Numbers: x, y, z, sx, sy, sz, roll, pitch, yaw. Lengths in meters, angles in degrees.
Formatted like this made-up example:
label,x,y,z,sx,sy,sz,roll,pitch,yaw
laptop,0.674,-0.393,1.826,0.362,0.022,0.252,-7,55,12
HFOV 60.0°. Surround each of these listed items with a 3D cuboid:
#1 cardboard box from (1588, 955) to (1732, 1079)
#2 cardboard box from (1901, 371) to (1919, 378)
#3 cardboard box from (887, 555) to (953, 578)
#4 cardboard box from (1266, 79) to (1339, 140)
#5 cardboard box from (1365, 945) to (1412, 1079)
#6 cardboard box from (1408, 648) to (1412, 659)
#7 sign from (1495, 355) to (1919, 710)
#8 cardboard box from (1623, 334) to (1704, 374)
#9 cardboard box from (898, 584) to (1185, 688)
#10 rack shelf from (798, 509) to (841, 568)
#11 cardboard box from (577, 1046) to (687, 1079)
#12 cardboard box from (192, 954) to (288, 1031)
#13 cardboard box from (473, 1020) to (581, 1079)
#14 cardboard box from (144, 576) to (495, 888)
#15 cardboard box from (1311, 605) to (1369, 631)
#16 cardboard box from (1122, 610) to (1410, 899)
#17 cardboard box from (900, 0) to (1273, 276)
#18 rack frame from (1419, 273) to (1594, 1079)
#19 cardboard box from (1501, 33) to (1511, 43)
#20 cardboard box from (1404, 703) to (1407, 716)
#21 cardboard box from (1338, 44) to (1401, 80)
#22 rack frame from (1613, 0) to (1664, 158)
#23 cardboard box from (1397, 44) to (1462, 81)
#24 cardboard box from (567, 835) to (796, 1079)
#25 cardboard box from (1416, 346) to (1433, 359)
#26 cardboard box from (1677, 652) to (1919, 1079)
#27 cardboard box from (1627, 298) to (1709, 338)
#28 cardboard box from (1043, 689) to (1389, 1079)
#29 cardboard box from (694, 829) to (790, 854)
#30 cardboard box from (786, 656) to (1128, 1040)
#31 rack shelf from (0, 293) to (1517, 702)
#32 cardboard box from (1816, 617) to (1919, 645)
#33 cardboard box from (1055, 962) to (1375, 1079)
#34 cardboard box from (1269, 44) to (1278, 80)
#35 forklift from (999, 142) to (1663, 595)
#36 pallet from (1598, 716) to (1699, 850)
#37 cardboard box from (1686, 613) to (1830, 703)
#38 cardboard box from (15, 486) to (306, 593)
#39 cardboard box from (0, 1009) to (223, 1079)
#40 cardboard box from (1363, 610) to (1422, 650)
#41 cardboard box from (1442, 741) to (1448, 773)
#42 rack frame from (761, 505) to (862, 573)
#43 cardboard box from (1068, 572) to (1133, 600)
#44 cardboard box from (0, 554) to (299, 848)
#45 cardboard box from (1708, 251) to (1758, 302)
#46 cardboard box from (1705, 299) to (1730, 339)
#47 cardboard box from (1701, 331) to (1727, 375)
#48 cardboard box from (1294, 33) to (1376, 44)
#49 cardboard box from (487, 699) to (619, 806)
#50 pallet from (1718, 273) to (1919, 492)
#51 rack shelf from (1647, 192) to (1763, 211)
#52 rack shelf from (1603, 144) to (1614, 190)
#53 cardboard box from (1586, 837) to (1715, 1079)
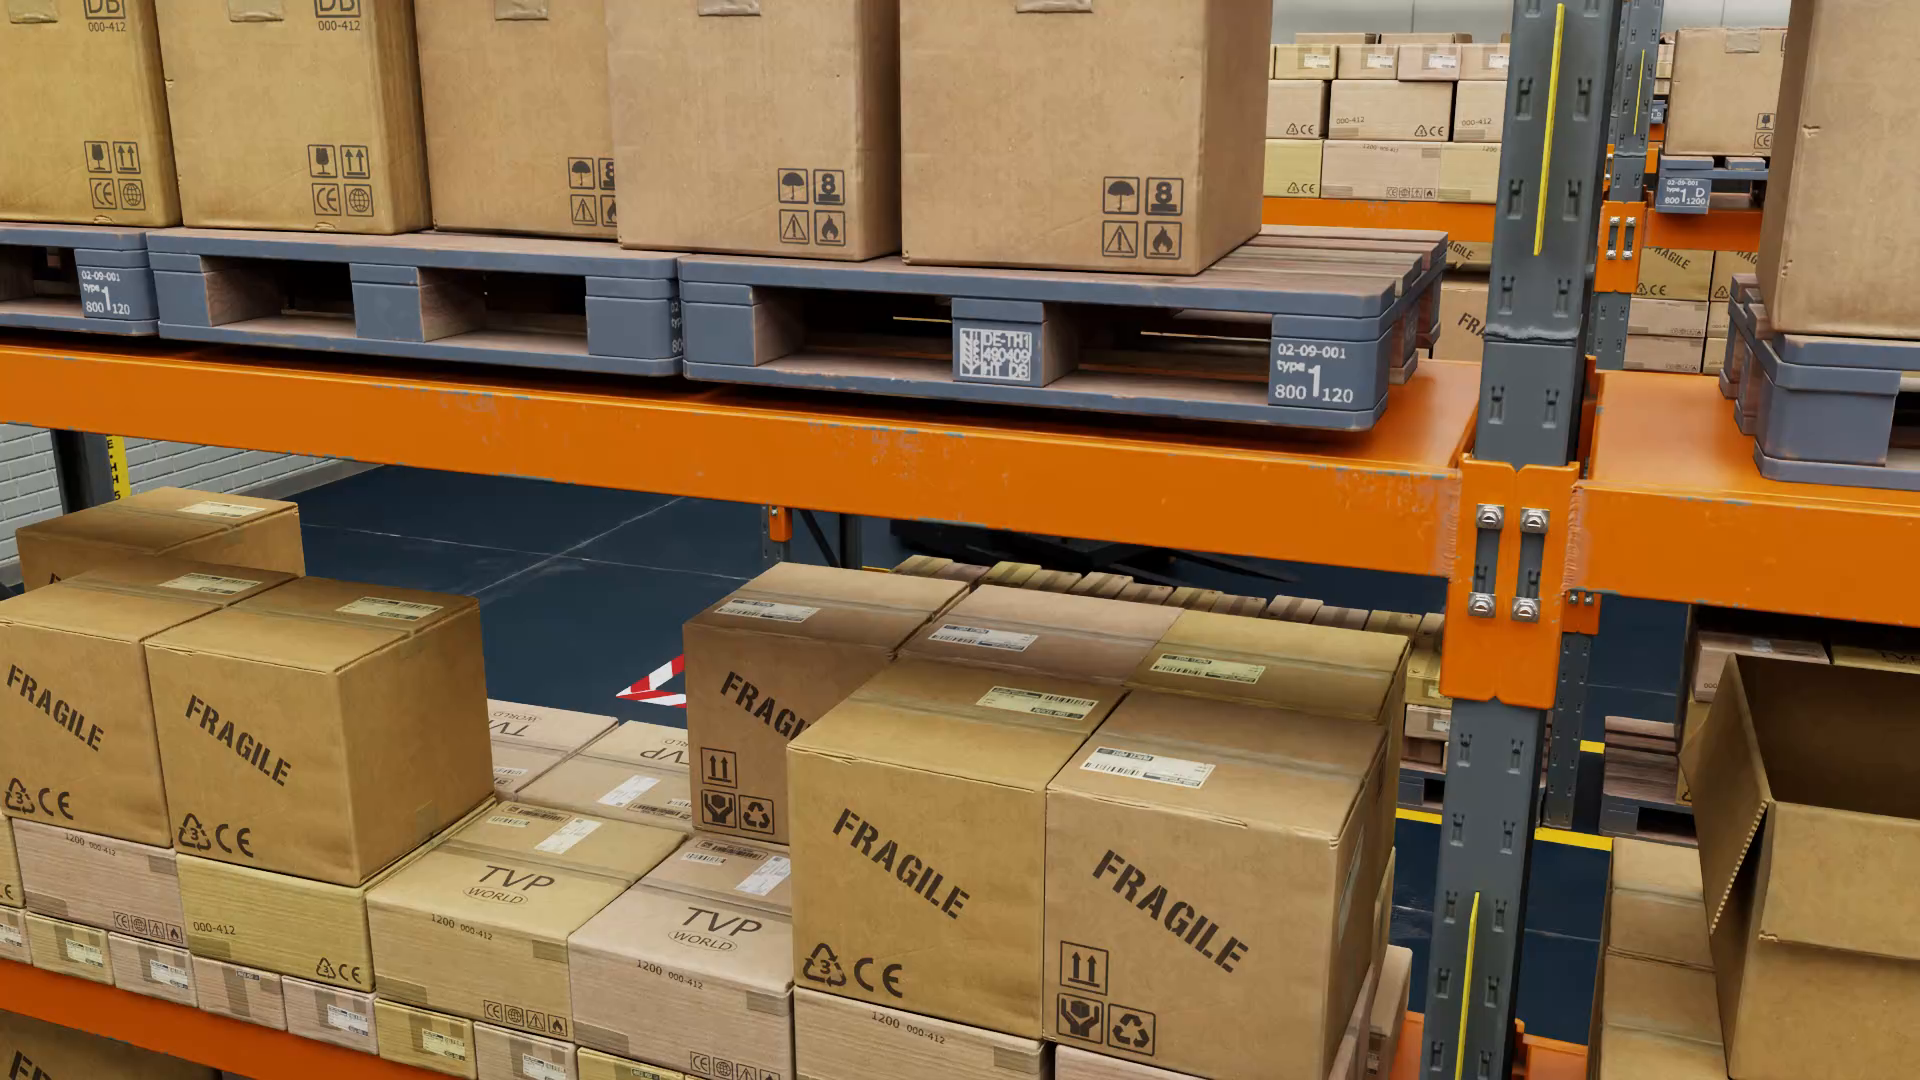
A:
label,x,y,z,sx,sy,sz,roll,pitch,yaw
cardboard box,1.334,1.095,2.842,0.500,0.500,0.500,6,17,21
cardboard box,6.361,-1.191,11.165,0.500,0.250,0.500,6,17,20
cardboard box,-0.224,0.216,9.342,0.250,0.149,0.380,6,17,21
cardboard box,1.422,-1.943,7.479,0.500,0.250,0.500,7,18,23
cardboard box,0.844,1.035,3.678,0.250,0.149,0.380,6,17,21
cardboard box,1.998,0.628,7.922,0.250,0.149,0.380,6,17,20
sign,5.397,-1.940,8.319,4.000,0.966,14.919,6,17,21
cardboard box,4.946,-1.354,11.725,0.500,0.250,0.500,6,17,19
cardboard box,0.190,0.432,3.694,0.500,0.500,0.500,6,17,21
rack shelf,-0.811,-0.653,9.044,0.053,2.616,0.949,6,17,21
cardboard box,-0.602,1.074,3.544,0.250,0.149,0.380,6,17,20
cardboard box,-1.558,0.969,3.906,0.250,0.149,0.380,6,17,20
cardboard box,-0.838,1.048,3.635,0.250,0.149,0.380,7,17,22
cardboard box,-1.427,0.413,3.762,0.500,0.500,0.500,6,17,19
cardboard box,1.928,0.470,8.466,0.250,0.149,0.380,6,17,19
cardboard box,0.646,0.485,3.514,0.500,0.500,0.500,6,17,21
cardboard box,0.247,-0.772,2.959,0.500,0.500,0.700,5,17,17
rack frame,0.997,1.031,3.242,0.127,3.000,1.000,6,17,21
cardboard box,4.163,-3.392,11.985,0.500,0.500,0.500,7,17,22
cardboard box,1.990,0.783,7.924,0.250,0.149,0.380,6,17,19
cardboard box,1.827,-2.102,7.311,0.250,0.149,0.380,7,18,23
rack frame,2.911,-3.126,6.801,0.127,3.000,1.000,6,17,21
cardboard box,2.028,-2.045,7.113,0.250,0.149,0.380,6,17,21
cardboard box,-0.467,0.879,3.502,0.500,0.250,0.500,7,17,22
cardboard box,1.892,-0.945,7.544,0.500,0.500,0.500,6,17,19
cardboard box,1.595,0.565,2.870,0.637,0.503,0.797,6,17,19
cardboard box,4.939,-1.589,11.639,0.500,0.250,0.500,6,17,19
cardboard box,0.472,0.623,3.040,0.500,0.500,0.500,7,18,22
cardboard box,-0.288,0.741,3.978,0.500,0.250,0.500,7,17,22
cardboard box,0.007,0.570,3.220,0.500,0.500,0.500,6,17,21
rack shelf,-0.863,-0.269,3.628,4.000,0.370,1.077,6,17,21
cardboard box,4.170,0.460,7.593,0.500,0.250,0.500,7,18,23
cardboard box,0.490,0.983,3.142,0.500,0.250,0.500,6,17,20
cardboard box,1.307,-2.132,7.413,0.265,0.149,0.390,7,18,22
forklift,3.587,-2.758,12.333,7.407,5.209,9.711,-15,22,-41
pallet,3.636,1.174,7.753,1.213,0.211,1.003,6,17,21
cardboard box,3.502,0.538,7.326,0.500,0.250,0.500,5,17,18
cardboard box,-2.174,0.173,4.589,0.500,0.500,0.500,7,17,21
cardboard box,-2.099,1.485,4.735,0.875,0.875,0.875,6,17,21
cardboard box,2.179,0.491,8.395,0.269,0.149,0.392,7,18,23
cardboard box,2.422,0.971,7.810,0.250,0.149,0.380,7,17,21
rack frame,-0.810,-0.654,9.046,0.127,3.000,1.000,6,17,21
cardboard box,0.764,0.306,9.032,0.250,0.149,0.380,7,18,23
cardboard box,-1.911,0.361,3.939,0.500,0.500,0.500,6,17,19
cardboard box,5.421,-1.903,11.375,0.500,0.500,0.500,6,17,20
cardboard box,5.435,-1.543,11.480,0.500,0.250,0.500,7,17,21
cardboard box,5.428,-1.301,11.544,0.500,0.250,0.500,6,17,19
cardboard box,2.733,-3.441,12.155,0.500,0.500,0.500,7,17,22
cardboard box,-1.230,0.636,4.338,0.500,0.250,0.500,6,17,19
pallet,1.868,-0.236,2.571,1.217,0.209,0.805,6,17,18
rack shelf,4.772,-1.264,6.577,3.809,0.052,0.919,6,17,21
rack shelf,2.773,-2.839,12.482,4.000,0.370,1.077,6,17,21
cardboard box,1.533,0.960,3.307,0.500,0.500,0.500,6,17,21
